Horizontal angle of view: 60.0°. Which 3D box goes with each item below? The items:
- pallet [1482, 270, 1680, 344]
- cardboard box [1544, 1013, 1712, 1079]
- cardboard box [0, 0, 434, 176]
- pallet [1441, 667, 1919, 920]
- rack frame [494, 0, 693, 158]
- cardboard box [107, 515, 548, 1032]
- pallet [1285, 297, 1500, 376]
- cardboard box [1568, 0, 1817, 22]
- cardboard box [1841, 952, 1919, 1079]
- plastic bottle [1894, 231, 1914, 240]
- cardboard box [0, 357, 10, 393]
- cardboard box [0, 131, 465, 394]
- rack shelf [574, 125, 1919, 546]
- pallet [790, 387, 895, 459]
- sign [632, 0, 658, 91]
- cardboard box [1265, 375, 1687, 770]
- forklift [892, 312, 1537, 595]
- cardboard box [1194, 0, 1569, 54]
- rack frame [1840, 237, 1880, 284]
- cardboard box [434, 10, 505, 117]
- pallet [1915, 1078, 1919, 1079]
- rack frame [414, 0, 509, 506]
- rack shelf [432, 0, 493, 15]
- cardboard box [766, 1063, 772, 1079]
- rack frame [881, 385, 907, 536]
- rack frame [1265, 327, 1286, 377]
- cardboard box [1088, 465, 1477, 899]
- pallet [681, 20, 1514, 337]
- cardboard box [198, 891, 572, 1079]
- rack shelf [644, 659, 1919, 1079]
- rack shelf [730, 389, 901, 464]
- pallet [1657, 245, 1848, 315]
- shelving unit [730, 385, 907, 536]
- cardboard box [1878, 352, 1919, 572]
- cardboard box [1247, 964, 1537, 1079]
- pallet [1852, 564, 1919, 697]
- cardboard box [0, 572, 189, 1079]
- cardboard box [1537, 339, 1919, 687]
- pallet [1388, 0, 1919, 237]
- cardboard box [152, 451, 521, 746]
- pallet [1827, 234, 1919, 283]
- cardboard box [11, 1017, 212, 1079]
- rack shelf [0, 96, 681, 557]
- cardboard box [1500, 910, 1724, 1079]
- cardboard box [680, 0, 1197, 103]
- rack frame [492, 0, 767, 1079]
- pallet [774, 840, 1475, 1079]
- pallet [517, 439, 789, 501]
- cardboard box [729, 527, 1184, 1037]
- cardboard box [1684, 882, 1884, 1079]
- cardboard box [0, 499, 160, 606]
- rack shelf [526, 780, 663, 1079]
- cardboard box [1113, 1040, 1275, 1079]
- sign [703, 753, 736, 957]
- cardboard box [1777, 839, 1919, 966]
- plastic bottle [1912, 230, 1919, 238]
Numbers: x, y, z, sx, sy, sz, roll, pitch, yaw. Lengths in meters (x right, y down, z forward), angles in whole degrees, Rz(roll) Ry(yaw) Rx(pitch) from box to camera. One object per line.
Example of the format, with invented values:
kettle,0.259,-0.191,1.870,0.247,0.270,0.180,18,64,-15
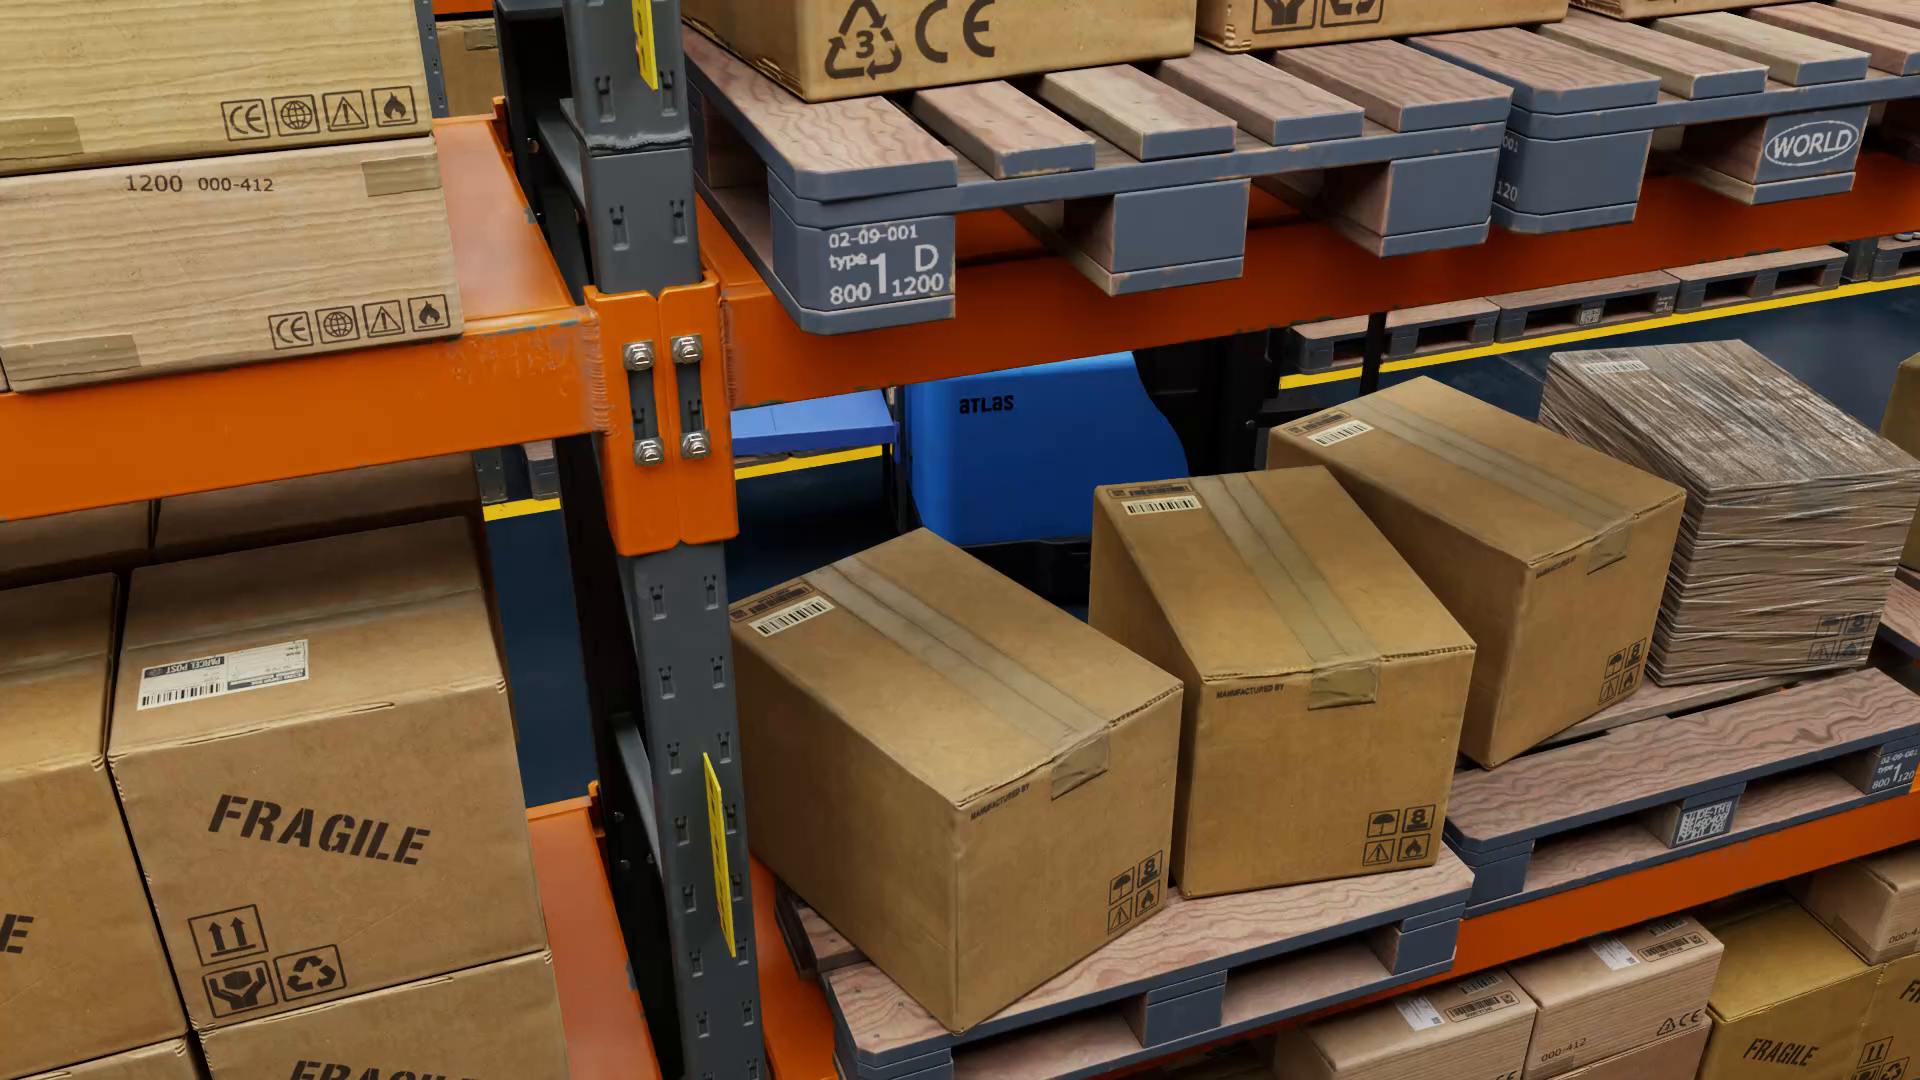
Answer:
pallet,3.347,-1.500,9.669,1.213,0.211,1.003,-10,31,-18
cardboard box,1.420,1.260,4.089,0.500,0.500,0.500,-12,32,-19
cardboard box,-0.921,-0.643,1.965,0.500,0.250,0.500,-10,31,-18
pallet,1.368,0.333,3.829,1.213,0.211,1.003,-10,31,-18
rack frame,-0.560,-2.004,1.677,0.127,3.000,1.000,-10,31,-18
cardboard box,-0.943,0.332,2.526,0.500,0.500,0.500,-10,31,-17
pallet,2.205,-1.291,9.303,1.213,0.211,1.003,-10,31,-18
cardboard box,1.187,-1.255,2.765,0.600,0.600,0.600,-12,32,-20
cardboard box,2.395,1.077,4.410,0.500,0.500,0.500,-9,31,-16
plastic bottle,5.666,-1.935,9.927,0.097,0.271,0.097,0,30,0
cardboard box,-1.395,-0.347,1.950,0.500,0.250,0.500,-10,31,-18
cardboard box,-0.923,-0.428,2.093,0.500,0.250,0.500,-10,31,-18
rack shelf,1.315,-0.734,3.204,4.000,0.370,1.077,-10,31,-18
pallet,-0.400,-0.811,8.460,1.213,0.211,1.003,-10,31,-18
sign,-0.363,-0.675,1.852,0.005,0.325,0.100,-10,31,-18
cardboard box,1.075,0.043,3.619,0.500,0.500,0.700,-19,35,-30
forklift,1.268,-1.355,6.667,3.031,2.935,1.130,-5,30,-9
cardboard box,0.557,-1.149,2.580,0.600,0.600,0.600,-11,31,-18
rack frame,5.215,-3.077,9.621,0.127,3.000,1.000,-10,31,-18
cardboard box,-3.417,-3.373,11.863,0.875,0.875,1.225,-10,31,-17
pallet,2.476,1.235,4.869,1.213,0.211,1.003,-10,31,-18
rack frame,-2.283,-1.696,7.197,0.127,3.000,1.000,-10,31,-18
rack shelf,-2.136,-4.027,12.015,4.000,0.370,1.077,-10,31,-18
cardboard box,-0.197,1.279,4.055,0.500,0.500,0.500,-11,31,-18
rack frame,-0.284,-0.678,6.925,0.032,1.500,0.500,-5,30,-9
rack frame,1.466,-2.387,8.409,0.127,3.000,1.000,-10,31,-18
cardboard box,0.585,0.250,3.255,0.500,0.500,0.700,-6,30,-10
pallet,0.076,-0.699,2.607,1.003,0.211,1.213,-10,31,-18
cardboard box,-0.939,0.764,2.777,0.500,0.500,0.500,-10,31,-17
rack shelf,1.315,0.570,3.946,4.000,0.370,1.077,-10,31,-18
rack shelf,-0.783,-0.475,6.931,1.000,0.185,0.538,-5,30,-9
pallet,4.492,-1.712,10.042,1.213,0.211,1.003,-10,31,-18
shelving unit,-0.783,-0.631,6.842,1.048,1.500,0.538,-5,30,-9
cardboard box,2.638,-0.153,3.963,0.500,0.500,0.700,-22,37,-34
cardboard box,0.916,1.029,3.738,0.500,0.250,0.500,-10,31,-18
pallet,2.579,0.145,4.159,1.003,0.211,1.213,-10,31,-18
cardboard box,-1.422,0.422,2.369,0.500,0.500,0.500,-11,31,-19
cardboard box,1.715,-0.084,3.841,0.500,0.500,0.700,-5,30,-8
pallet,1.047,-0.880,2.924,1.003,0.211,1.213,-10,31,-18
cardboard box,-1.099,0.075,2.977,0.500,0.500,0.500,-10,31,-16
pallet,5.859,-1.962,10.481,1.213,0.211,1.003,-10,31,-18
cardboard box,-1.421,0.854,2.620,0.500,0.500,0.500,-10,31,-16
rack shelf,-2.434,-0.043,1.992,4.000,0.370,1.077,-10,31,-18
cardboard box,1.386,0.942,3.890,0.500,0.250,0.500,-11,31,-19
cardboard box,-0.062,-1.023,2.359,0.600,0.600,0.600,-14,32,-22
rack frame,-0.560,0.602,3.162,0.127,3.000,1.000,-10,31,-18
pallet,0.227,0.599,3.363,1.213,0.211,1.003,-10,31,-18
pallet,-1.546,-0.599,8.087,1.213,0.211,1.003,-10,31,-18
cardboard box,-0.038,0.399,2.995,0.500,0.500,0.700,-22,37,-34
cardboard box,1.910,1.166,4.253,0.500,0.500,0.500,-12,32,-19
cardboard box,-1.583,0.165,2.820,0.500,0.500,0.500,-11,32,-19
rack shelf,-2.434,1.260,2.735,4.000,0.370,1.077,-10,31,-18
cardboard box,0.475,1.430,3.791,0.500,0.500,0.500,-10,31,-17
sign,-0.363,0.477,2.509,0.005,0.325,0.100,-10,31,-18
cardboard box,2.343,0.763,4.204,0.500,0.250,0.500,-9,31,-16
plastic bottle,5.761,-1.922,9.975,0.097,0.201,0.097,0,30,0
